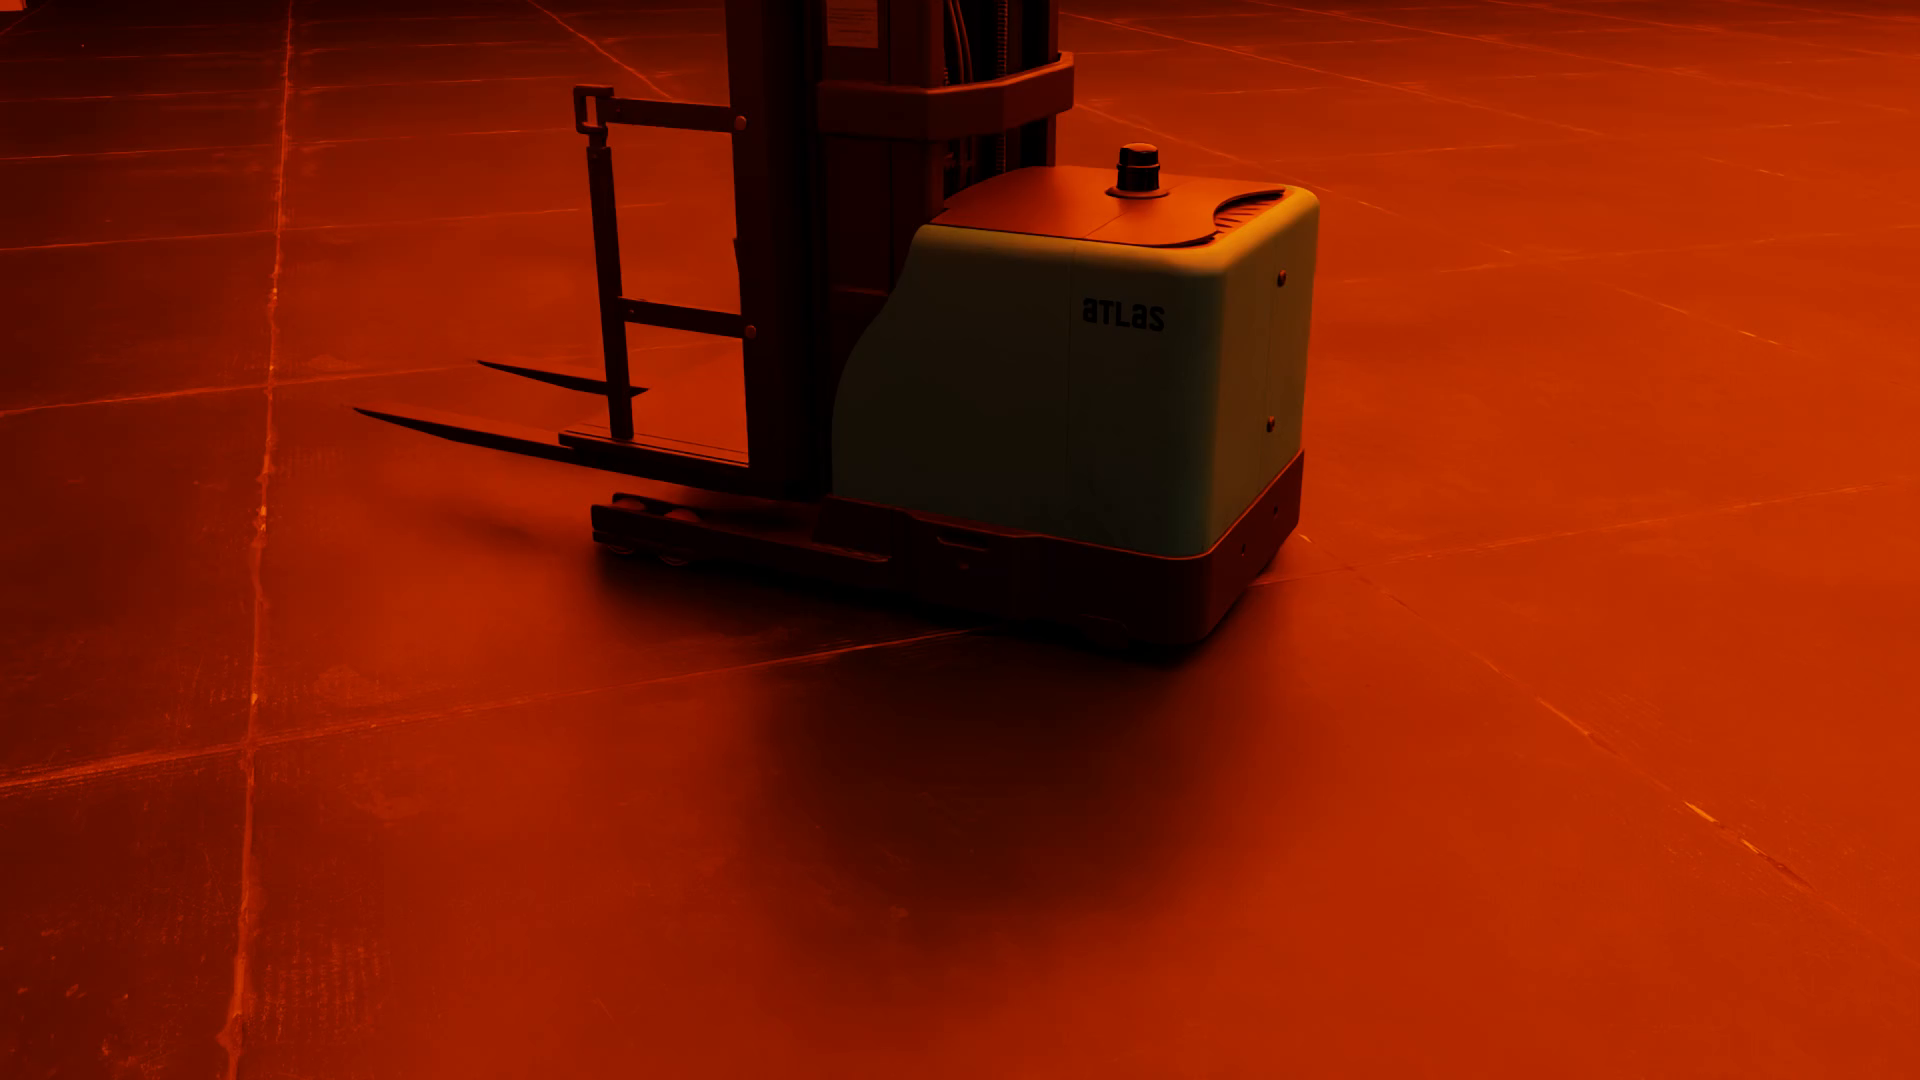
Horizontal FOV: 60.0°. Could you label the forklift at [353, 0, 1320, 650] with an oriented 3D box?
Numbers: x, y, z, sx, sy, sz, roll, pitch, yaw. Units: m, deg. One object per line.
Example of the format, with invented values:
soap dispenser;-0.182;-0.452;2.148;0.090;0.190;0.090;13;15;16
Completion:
forklift;-0.529;-1.444;4.733;3.031;2.935;1.130;11;25;24
